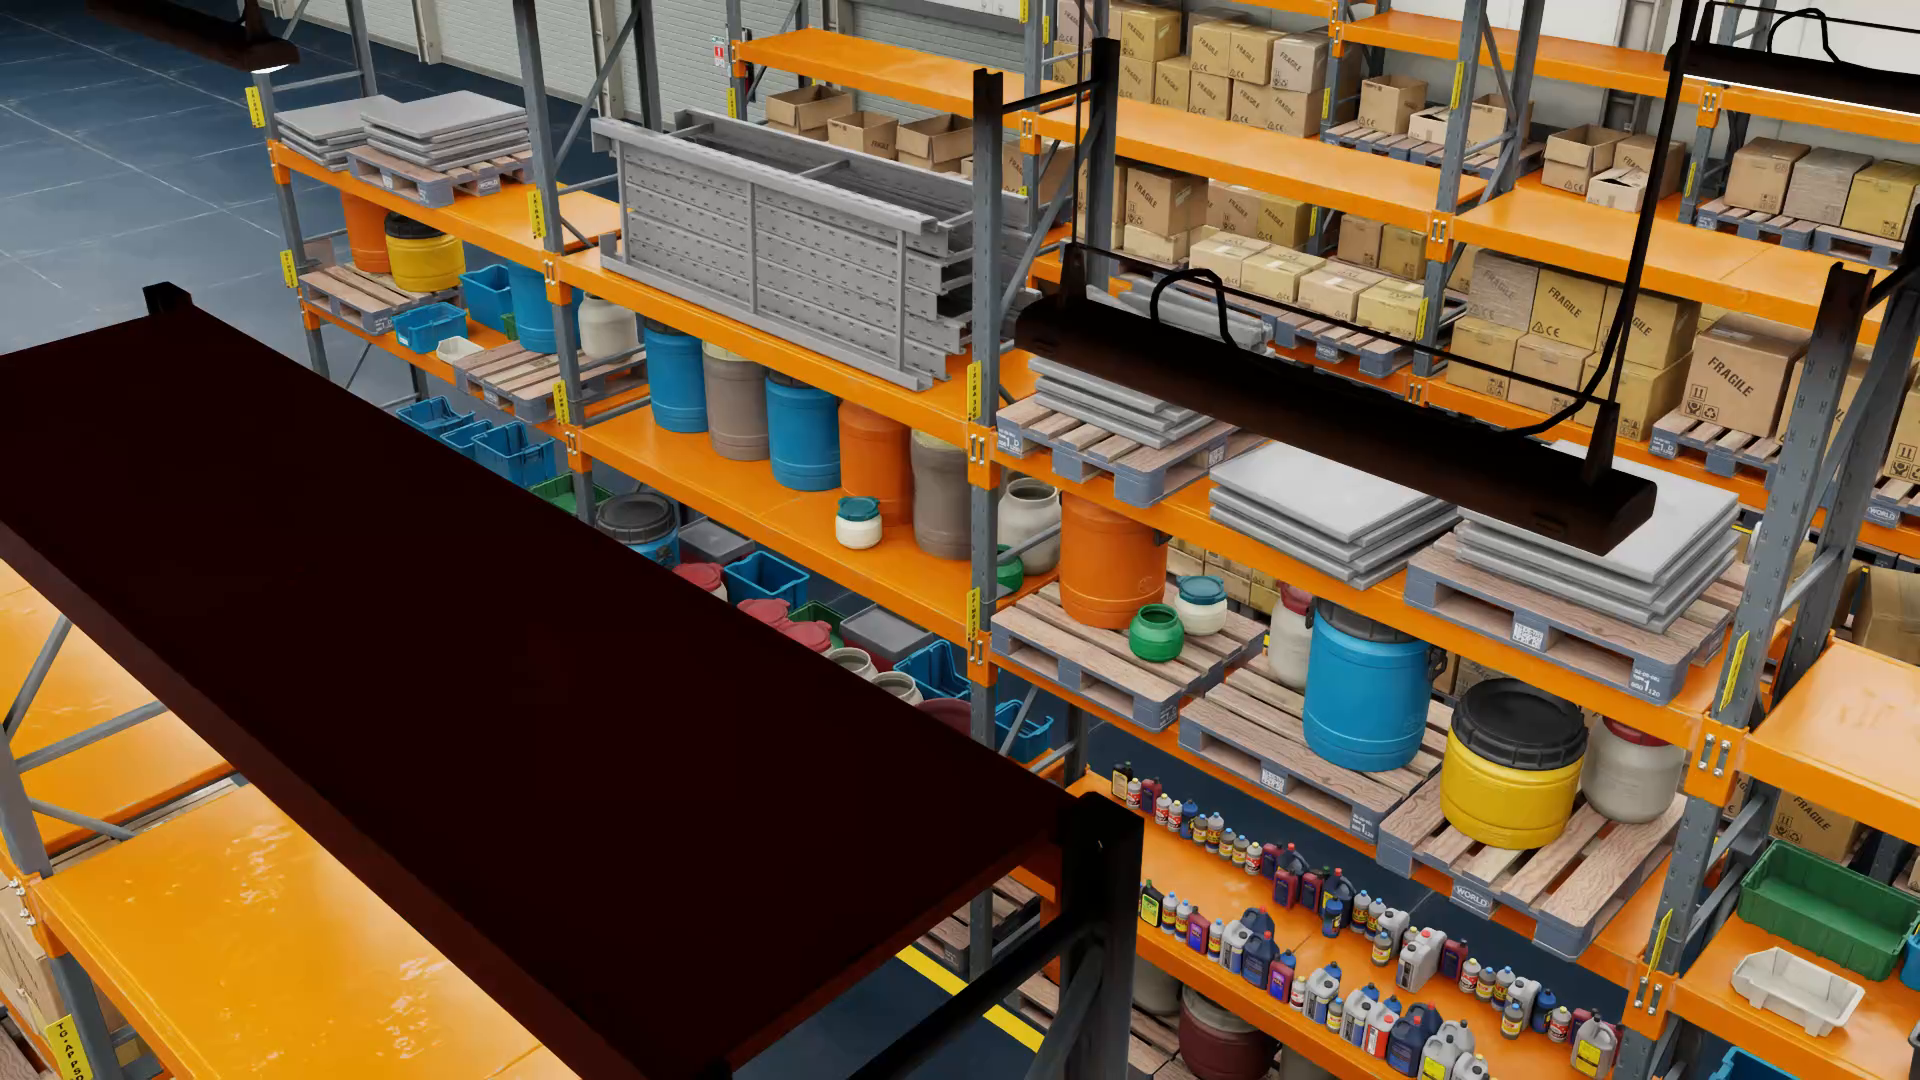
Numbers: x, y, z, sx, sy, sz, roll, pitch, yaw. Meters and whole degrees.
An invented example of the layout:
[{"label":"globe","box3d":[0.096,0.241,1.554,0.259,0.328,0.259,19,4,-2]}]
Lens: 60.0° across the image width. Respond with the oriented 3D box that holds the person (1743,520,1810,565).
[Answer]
[{"label":"person","box3d":[6.699,0.347,13.822,0.633,1.778,0.588,-11,31,-19]}]
